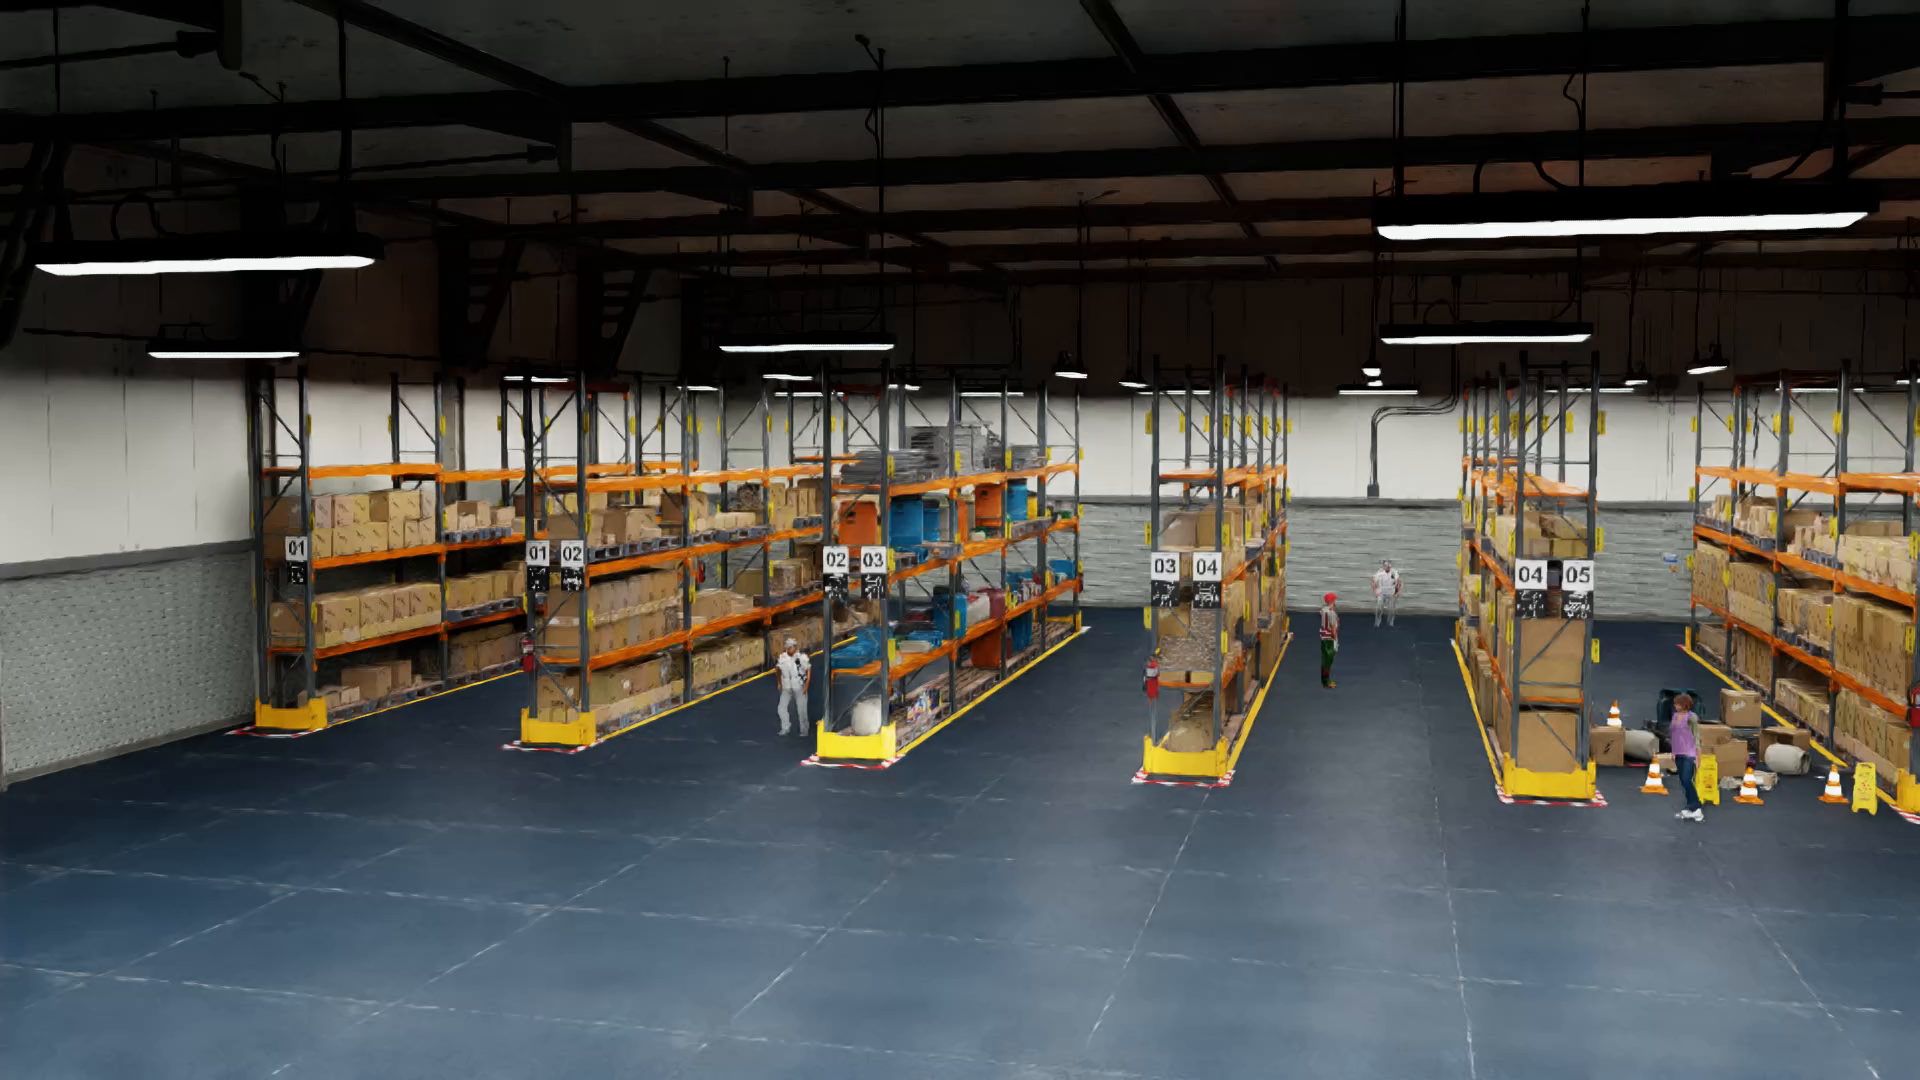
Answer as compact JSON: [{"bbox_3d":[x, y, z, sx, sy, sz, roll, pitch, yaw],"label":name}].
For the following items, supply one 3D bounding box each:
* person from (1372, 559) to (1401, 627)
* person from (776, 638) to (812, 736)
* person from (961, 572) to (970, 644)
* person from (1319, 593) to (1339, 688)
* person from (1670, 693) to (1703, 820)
[{"bbox_3d":[10.585,1.305,41.282,0.682,1.715,0.542,1,4,12],"label":"person"},{"bbox_3d":[-2.681,2.363,26.756,0.626,1.606,0.578,1,4,13],"label":"person"},{"bbox_3d":[0.024,1.543,38.081,0.568,1.639,0.636,2,4,27],"label":"person"},{"bbox_3d":[7.070,1.896,31.756,0.400,1.794,0.649,-1,4,-8],"label":"person"},{"bbox_3d":[9.234,2.740,21.113,0.355,1.592,0.510,-1,4,-14],"label":"person"}]
